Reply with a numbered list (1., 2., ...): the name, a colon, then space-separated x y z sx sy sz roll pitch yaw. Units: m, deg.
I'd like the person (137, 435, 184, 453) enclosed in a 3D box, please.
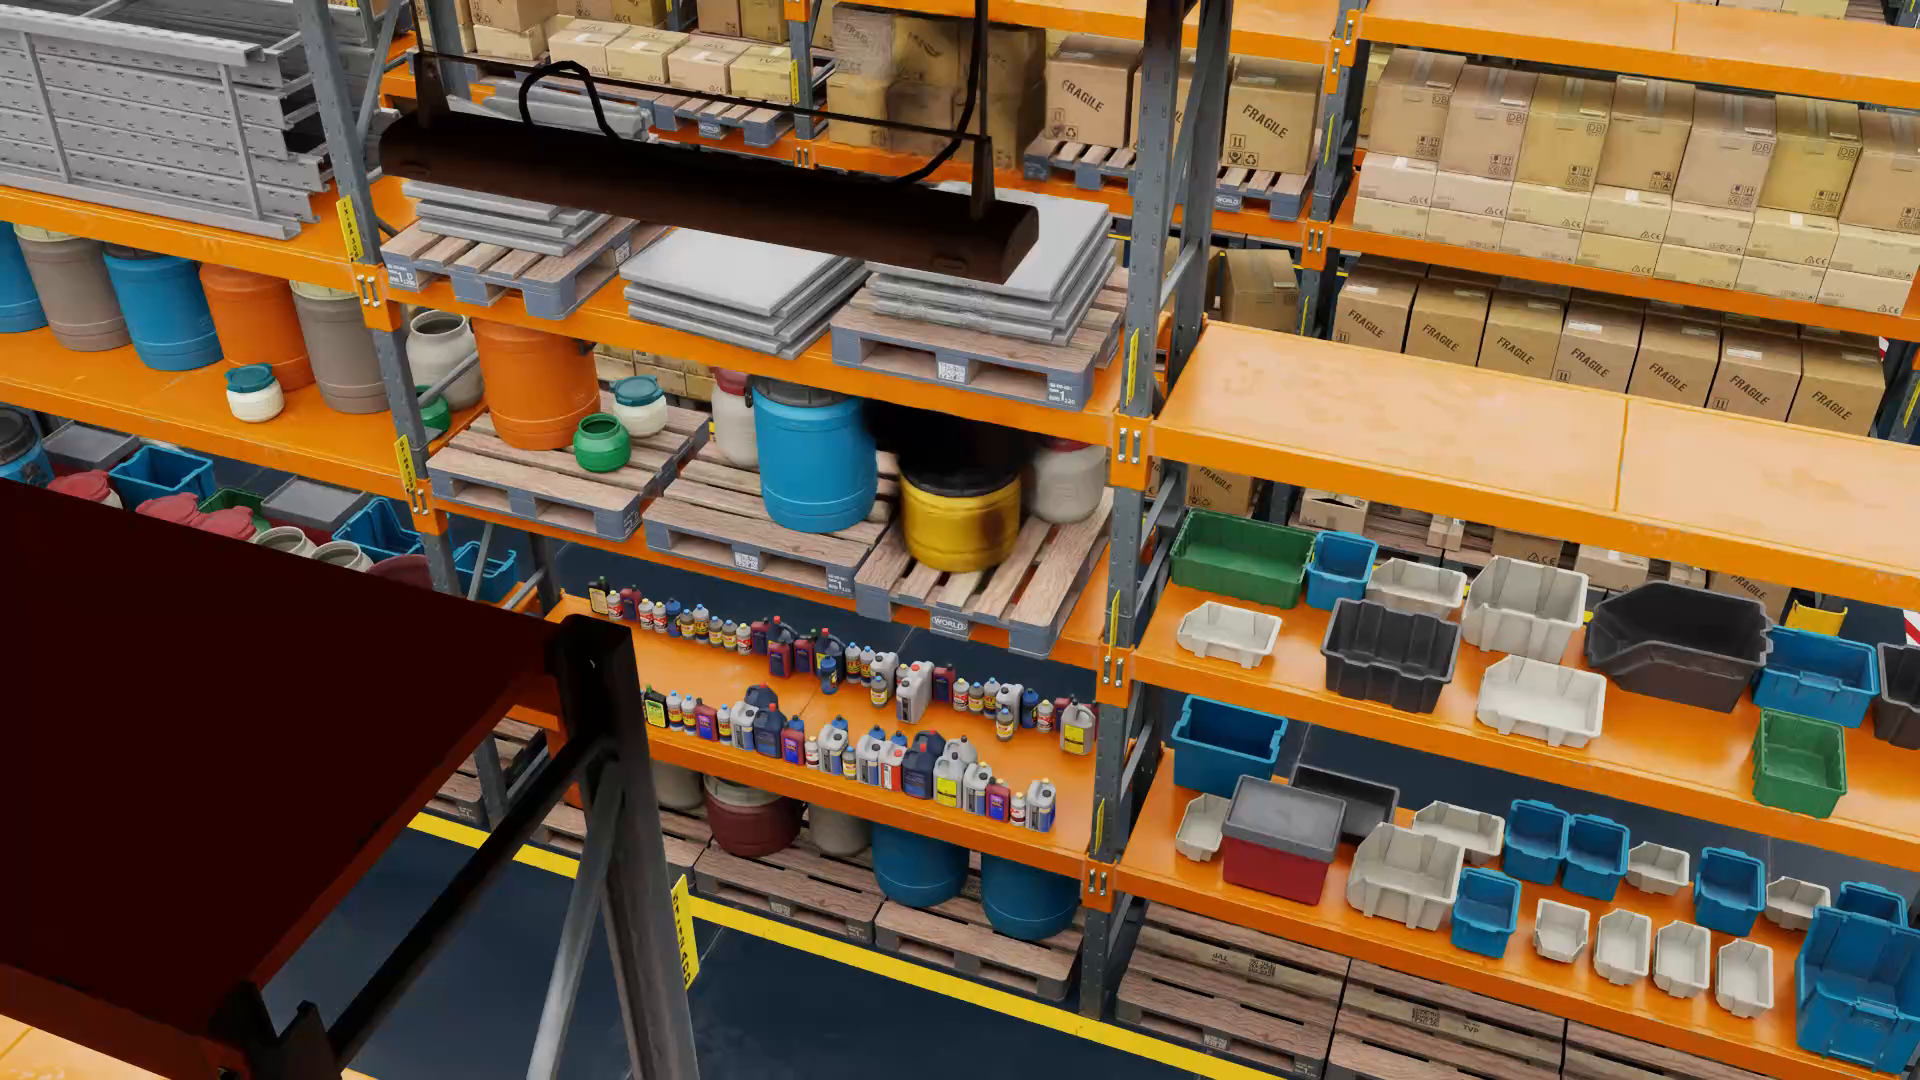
1. person: -6.883 -1.101 13.517 1.024 1.682 0.618 9 37 12
